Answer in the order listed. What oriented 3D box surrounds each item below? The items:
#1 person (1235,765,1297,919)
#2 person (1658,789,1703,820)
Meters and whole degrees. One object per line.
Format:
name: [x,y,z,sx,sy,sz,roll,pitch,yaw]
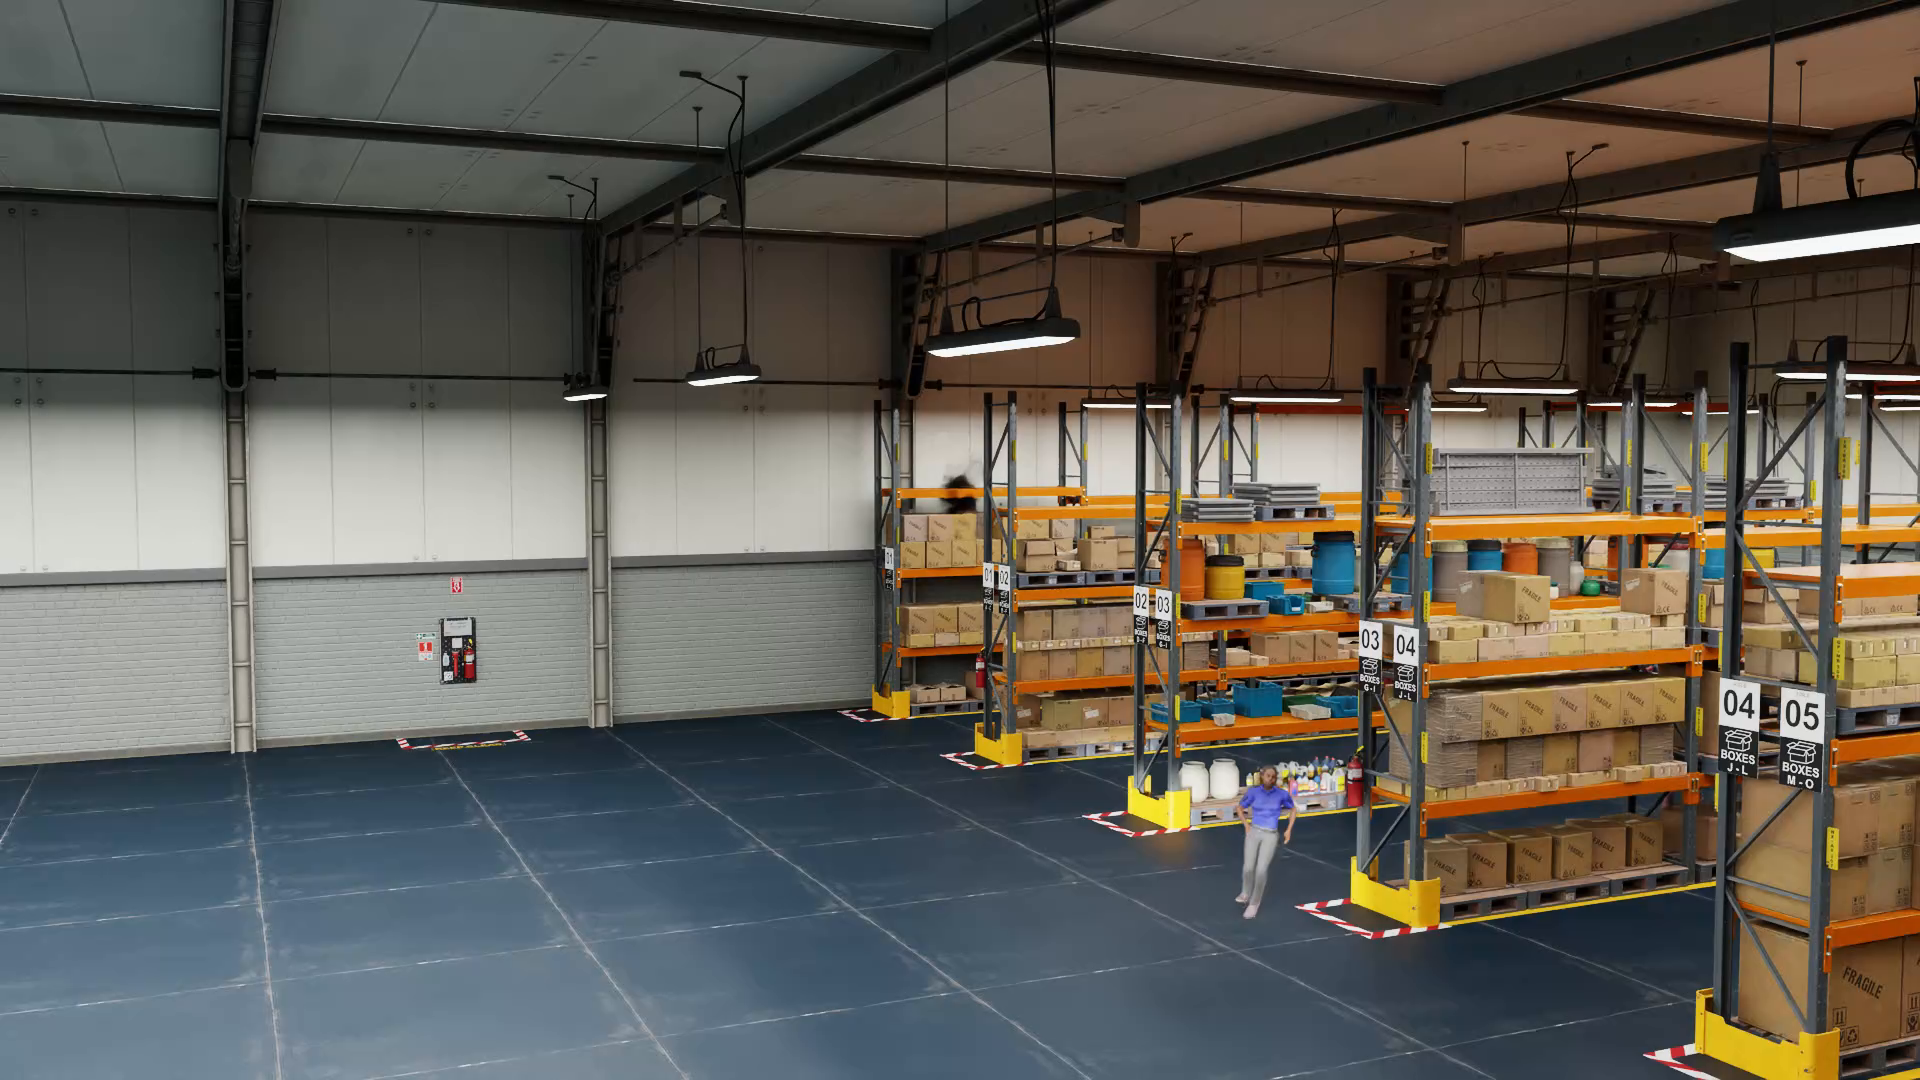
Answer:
person: [3.339,3.303,18.290,0.664,1.661,0.680,1,4,21]
person: [9.957,2.994,22.951,0.953,1.681,0.532,-3,4,-38]
